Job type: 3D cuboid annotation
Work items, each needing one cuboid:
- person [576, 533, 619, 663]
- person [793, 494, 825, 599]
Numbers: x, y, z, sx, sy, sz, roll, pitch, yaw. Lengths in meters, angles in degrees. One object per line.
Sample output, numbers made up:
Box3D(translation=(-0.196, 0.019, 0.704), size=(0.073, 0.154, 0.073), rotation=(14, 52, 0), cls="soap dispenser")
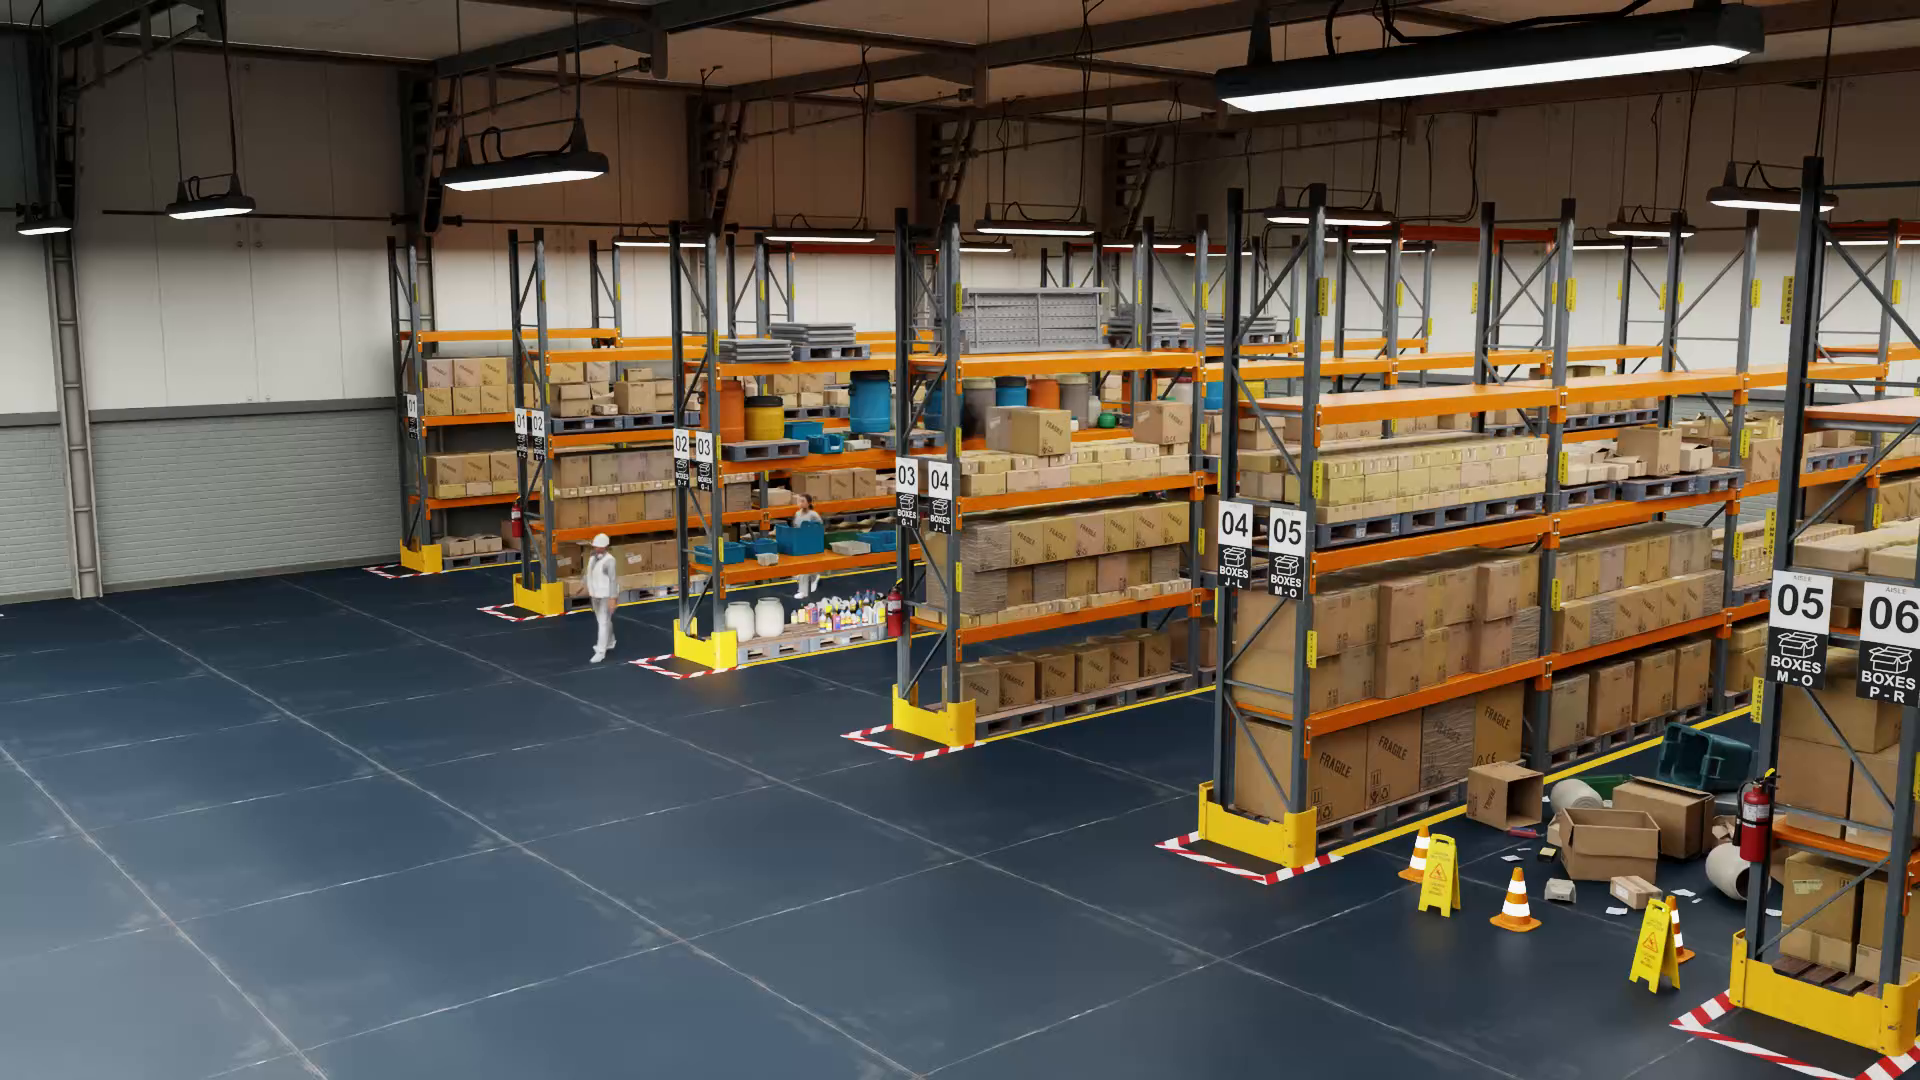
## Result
Box3D(translation=(-5.046, 0.759, 23.126), size=(0.758, 1.755, 0.770), rotation=(6, 11, 36), cls="person")
Box3D(translation=(-2.384, 0.084, 26.032), size=(0.575, 1.632, 0.609), rotation=(6, 11, 35), cls="person")
